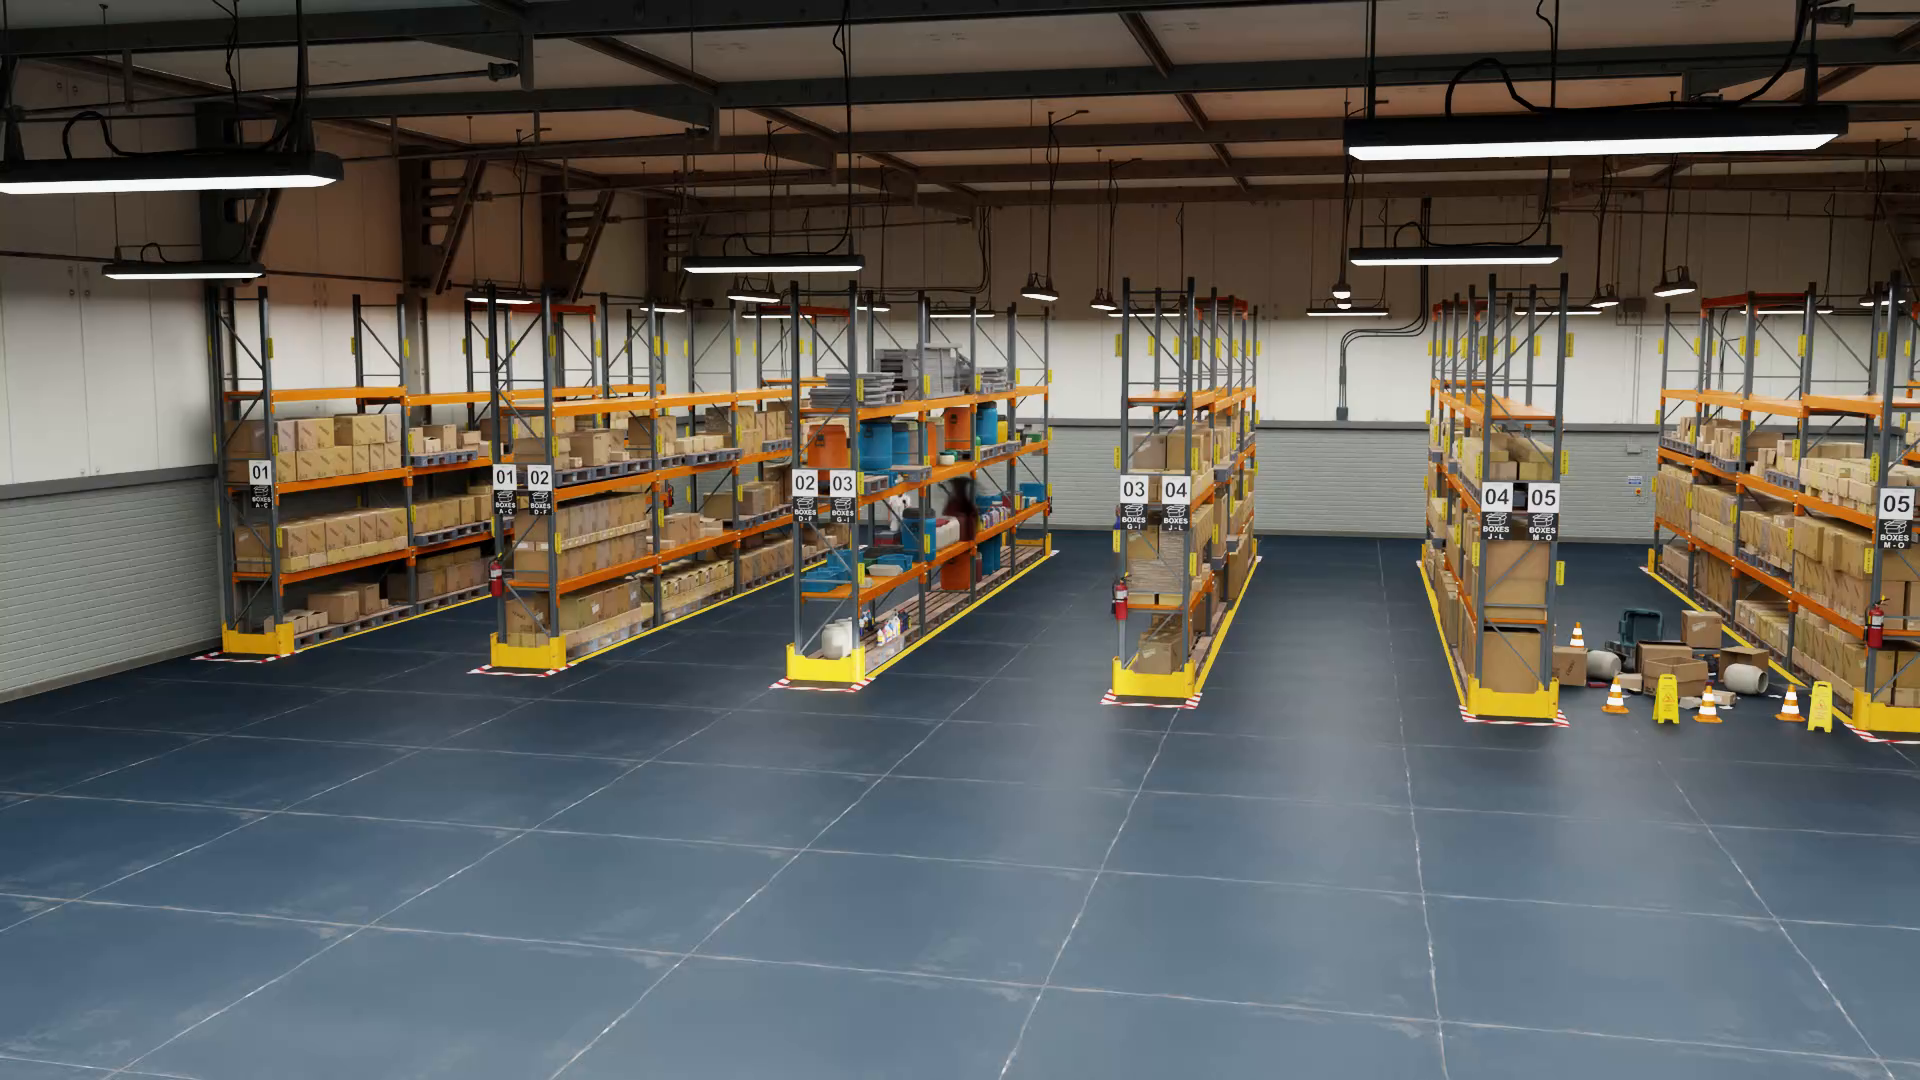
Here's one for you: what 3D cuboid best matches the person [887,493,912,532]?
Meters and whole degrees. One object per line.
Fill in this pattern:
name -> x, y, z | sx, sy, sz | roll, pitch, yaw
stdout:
person -> -1.488, -0.493, 40.582 | 0.670, 1.751, 0.986 | 2, 7, 14

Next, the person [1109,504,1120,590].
person -> 3.147, 0.126, 32.782 | 0.376, 1.670, 0.502 | 1, 7, 11
